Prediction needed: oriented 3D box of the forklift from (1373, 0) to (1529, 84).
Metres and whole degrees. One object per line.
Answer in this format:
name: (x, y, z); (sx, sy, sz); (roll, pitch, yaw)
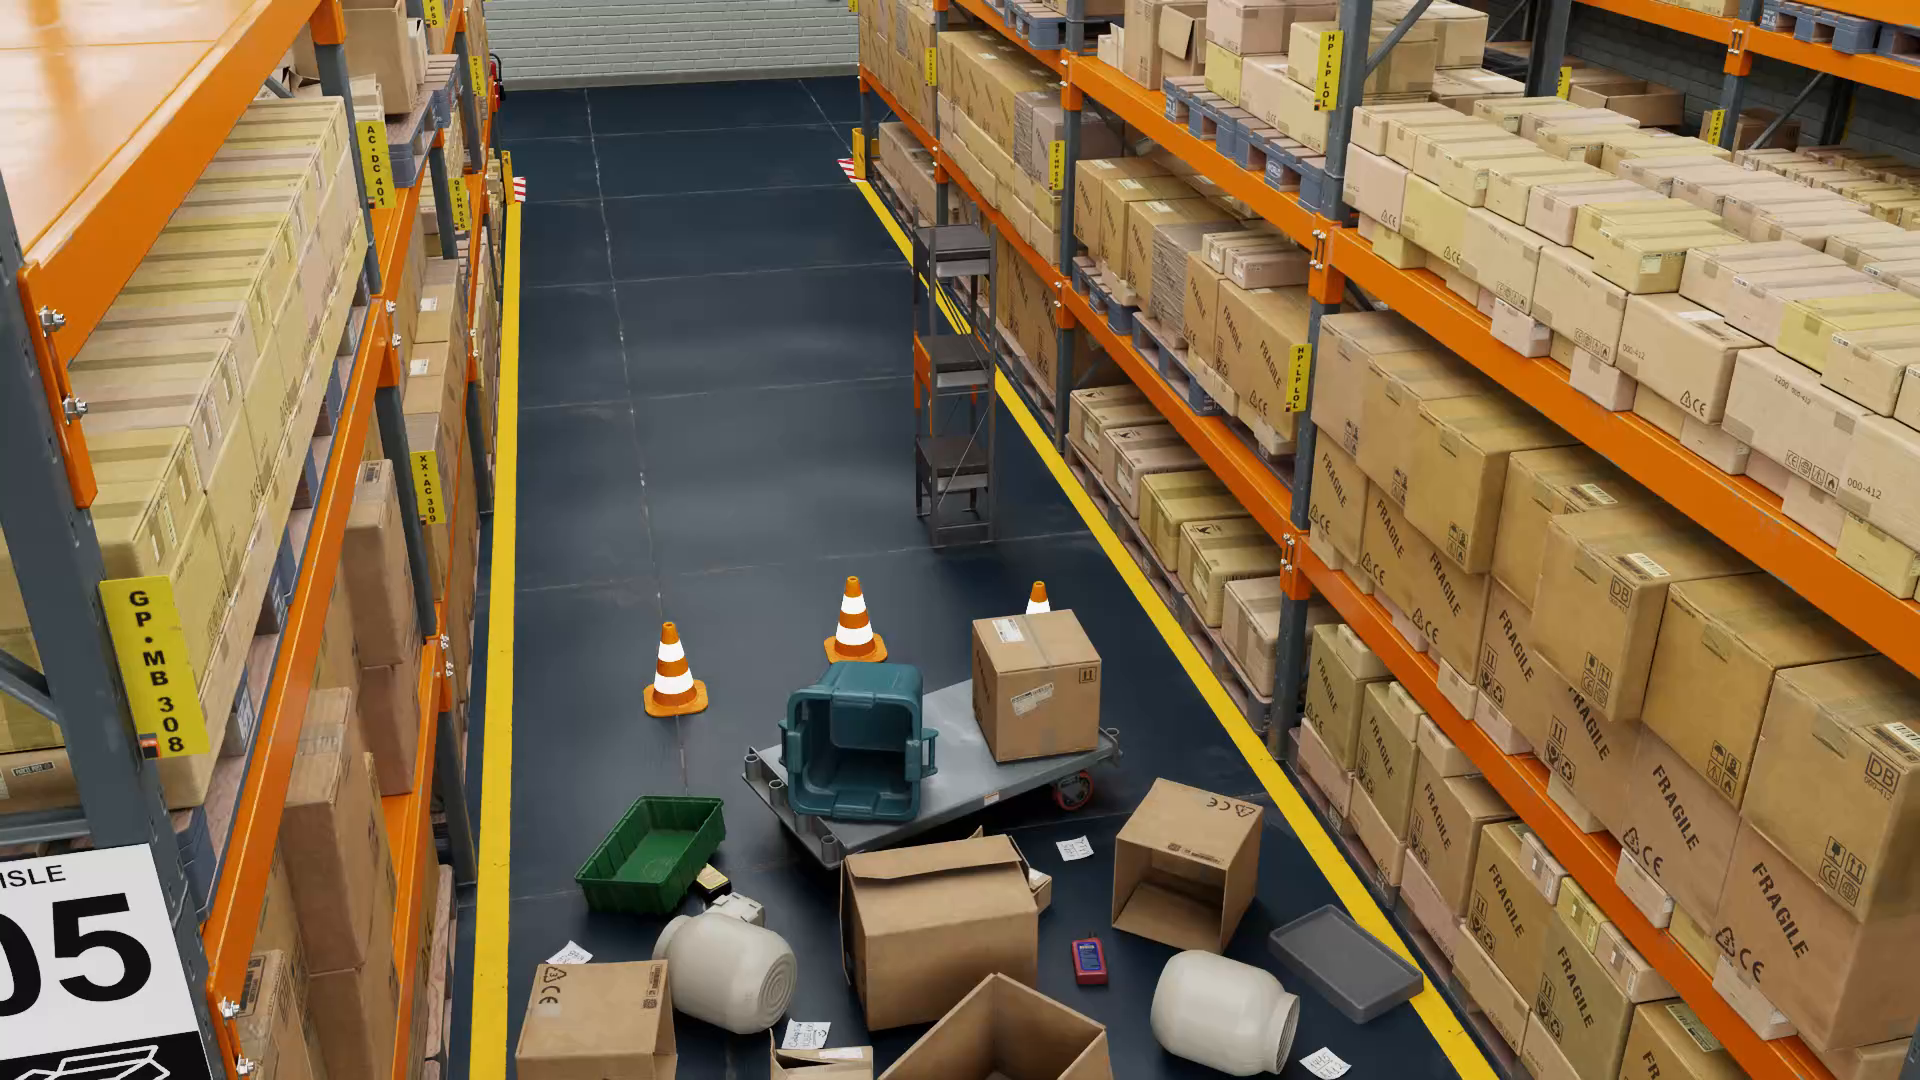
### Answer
forklift: (3.583, -2.635, 12.719); (1.130, 2.935, 3.031); (-10, 28, -19)

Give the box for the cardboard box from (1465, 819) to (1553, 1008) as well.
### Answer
cardboard box: (2.325, 1.405, 6.391); (0.500, 0.500, 0.500); (-7, 28, -13)

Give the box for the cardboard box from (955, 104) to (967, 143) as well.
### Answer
cardboard box: (0.253, -3.500, 13.968); (0.500, 0.250, 0.500); (-6, 27, -11)

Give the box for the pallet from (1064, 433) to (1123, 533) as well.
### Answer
pallet: (1.360, -0.448, 11.403); (1.003, 0.211, 1.213); (-6, 27, -12)

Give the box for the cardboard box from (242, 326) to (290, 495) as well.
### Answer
cardboard box: (-1.901, -0.296, 3.938); (0.500, 0.250, 0.500); (-6, 27, -12)

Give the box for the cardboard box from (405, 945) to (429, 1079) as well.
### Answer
cardboard box: (-2.433, 1.707, 5.932); (0.875, 0.875, 0.875); (-6, 27, -11)

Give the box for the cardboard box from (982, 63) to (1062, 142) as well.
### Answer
cardboard box: (0.477, -3.393, 12.924); (0.500, 0.500, 0.500); (-6, 27, -12)

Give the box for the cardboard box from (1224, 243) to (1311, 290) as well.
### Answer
cardboard box: (1.594, -1.415, 8.598); (0.380, 0.149, 0.250); (-7, 28, -13)

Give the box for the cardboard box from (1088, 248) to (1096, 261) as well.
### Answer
cardboard box: (1.077, -1.950, 11.097); (0.380, 0.149, 0.250); (-8, 28, -15)

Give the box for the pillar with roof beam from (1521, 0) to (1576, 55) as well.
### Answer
pillar with roof beam: (1.646, -6.936, 14.505); (9.100, 9.000, 0.400); (-6, 27, -12)

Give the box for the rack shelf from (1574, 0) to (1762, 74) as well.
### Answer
rack shelf: (5.569, -4.438, 13.682); (1.077, 0.370, 4.000); (-6, 27, -12)

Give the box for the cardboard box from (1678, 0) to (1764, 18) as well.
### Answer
cardboard box: (5.668, -4.014, 12.212); (0.500, 0.250, 0.500); (-7, 28, -13)

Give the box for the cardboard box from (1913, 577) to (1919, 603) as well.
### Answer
cardboard box: (2.635, 0.121, 4.132); (0.380, 0.149, 0.250); (-6, 27, -11)

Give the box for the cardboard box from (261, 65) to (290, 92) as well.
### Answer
cardboard box: (-3.323, -2.012, 7.599); (0.500, 0.311, 0.500); (-7, 28, -13)

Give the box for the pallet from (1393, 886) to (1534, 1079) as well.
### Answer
pallet: (2.551, 1.793, 6.964); (1.003, 0.211, 1.213); (-6, 27, -12)

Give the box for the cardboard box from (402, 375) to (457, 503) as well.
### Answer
cardboard box: (-2.795, -0.477, 8.255); (0.500, 0.500, 0.500); (-6, 27, -12)

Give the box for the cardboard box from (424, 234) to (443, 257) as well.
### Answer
cardboard box: (-3.528, -1.930, 10.727); (0.380, 0.149, 0.250); (-5, 27, -9)

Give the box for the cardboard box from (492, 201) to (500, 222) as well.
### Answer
cardboard box: (-4.644, -3.159, 16.048); (0.380, 0.149, 0.250); (-6, 27, -11)

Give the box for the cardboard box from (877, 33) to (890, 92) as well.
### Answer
cardboard box: (-0.551, -4.908, 17.035); (0.500, 0.500, 0.500); (-6, 27, -12)

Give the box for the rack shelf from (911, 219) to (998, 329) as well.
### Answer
rack shelf: (-0.037, -1.623, 10.112); (0.431, 0.518, 0.480); (-6, 27, -12)

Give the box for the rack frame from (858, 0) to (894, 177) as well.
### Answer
rack frame: (-0.618, -5.548, 18.413); (1.000, 3.000, 0.127); (-6, 27, -12)

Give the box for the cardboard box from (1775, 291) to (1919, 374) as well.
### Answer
cardboard box: (2.521, -0.569, 4.614); (0.380, 0.149, 0.250); (-6, 27, -11)

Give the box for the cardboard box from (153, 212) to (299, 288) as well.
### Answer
cardboard box: (-1.978, -0.753, 4.401); (0.380, 0.149, 0.250); (-6, 27, -11)

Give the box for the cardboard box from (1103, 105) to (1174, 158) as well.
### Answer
cardboard box: (1.312, -2.768, 11.685); (0.500, 0.500, 0.500); (-7, 28, -13)

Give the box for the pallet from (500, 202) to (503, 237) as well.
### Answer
pallet: (-5.252, -3.363, 17.178); (1.003, 0.211, 1.213); (-6, 27, -12)

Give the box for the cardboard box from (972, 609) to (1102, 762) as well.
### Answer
cardboard box: (0.359, 0.692, 7.984); (0.500, 0.500, 0.500); (-6, 27, -12)

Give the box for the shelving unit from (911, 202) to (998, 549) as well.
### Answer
shelving unit: (-0.037, -1.010, 10.421); (0.431, 2.100, 0.503); (-6, 27, -12)

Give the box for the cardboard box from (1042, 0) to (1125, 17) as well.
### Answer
cardboard box: (0.953, -3.759, 10.959); (0.797, 0.503, 0.637); (-8, 28, -15)

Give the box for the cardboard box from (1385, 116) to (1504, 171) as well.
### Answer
cardboard box: (1.926, -1.580, 6.617); (0.380, 0.149, 0.250); (-5, 27, -10)

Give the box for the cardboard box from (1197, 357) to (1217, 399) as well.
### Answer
cardboard box: (1.505, -0.892, 9.001); (0.380, 0.149, 0.250); (-6, 27, -11)

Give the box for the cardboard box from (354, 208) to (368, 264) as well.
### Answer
cardboard box: (-2.320, -1.065, 5.903); (0.380, 0.149, 0.250); (-6, 27, -12)

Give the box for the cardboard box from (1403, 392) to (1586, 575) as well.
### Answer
cardboard box: (2.155, -0.239, 6.344); (0.700, 0.500, 0.500); (-7, 28, -13)

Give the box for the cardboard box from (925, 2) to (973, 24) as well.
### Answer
cardboard box: (-0.096, -4.675, 14.744); (0.380, 0.149, 0.250); (-7, 28, -13)

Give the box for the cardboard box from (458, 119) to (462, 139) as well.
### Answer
cardboard box: (-4.234, -3.298, 13.439); (0.380, 0.149, 0.250); (-5, 27, -10)

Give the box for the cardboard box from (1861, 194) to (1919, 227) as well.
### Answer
cardboard box: (6.106, -2.141, 10.831); (0.380, 0.149, 0.250); (-5, 27, -11)

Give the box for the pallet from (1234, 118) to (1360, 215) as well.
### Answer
pallet: (2.051, -1.817, 7.901); (1.213, 0.211, 1.003); (-6, 27, -12)

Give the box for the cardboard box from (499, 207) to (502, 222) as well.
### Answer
cardboard box: (-4.777, -3.266, 16.589); (0.380, 0.149, 0.250); (-7, 28, -14)

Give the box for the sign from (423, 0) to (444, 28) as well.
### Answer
sign: (-3.073, -3.147, 9.665); (0.100, 0.325, 0.005); (-6, 27, -12)

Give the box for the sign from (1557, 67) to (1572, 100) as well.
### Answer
sign: (2.613, -1.908, 7.299); (0.100, 0.325, 0.005); (-6, 27, -12)

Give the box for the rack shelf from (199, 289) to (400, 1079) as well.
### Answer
rack shelf: (-2.263, 0.127, 4.639); (1.077, 0.370, 4.000); (-6, 27, -12)

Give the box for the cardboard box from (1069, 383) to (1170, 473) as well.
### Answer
cardboard box: (1.302, -0.801, 11.459); (0.950, 0.372, 0.625); (-8, 28, -15)

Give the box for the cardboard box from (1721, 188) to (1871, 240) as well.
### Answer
cardboard box: (2.813, -1.075, 5.616); (0.380, 0.149, 0.250); (-6, 27, -11)

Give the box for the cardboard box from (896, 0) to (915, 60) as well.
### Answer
cardboard box: (-0.322, -4.908, 15.925); (0.500, 0.500, 0.500); (-6, 27, -11)

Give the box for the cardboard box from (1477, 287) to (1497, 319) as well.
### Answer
cardboard box: (2.153, -0.895, 6.143); (0.380, 0.149, 0.250); (-7, 28, -13)

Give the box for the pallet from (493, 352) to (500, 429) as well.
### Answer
pallet: (-4.061, -1.122, 12.738); (1.003, 0.211, 1.213); (-6, 27, -12)

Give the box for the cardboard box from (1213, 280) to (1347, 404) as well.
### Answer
cardboard box: (1.646, -1.042, 8.578); (0.500, 0.500, 0.500); (-6, 27, -11)

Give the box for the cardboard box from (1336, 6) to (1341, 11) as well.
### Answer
cardboard box: (4.579, -5.945, 19.035); (0.500, 0.250, 0.500); (-5, 27, -10)

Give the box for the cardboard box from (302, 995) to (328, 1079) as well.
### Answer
cardboard box: (-2.085, 1.559, 4.167); (0.875, 0.550, 0.550); (-6, 27, -12)

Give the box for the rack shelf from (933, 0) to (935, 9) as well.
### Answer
rack shelf: (-0.167, -5.688, 16.160); (1.077, 0.370, 4.000); (-6, 27, -12)

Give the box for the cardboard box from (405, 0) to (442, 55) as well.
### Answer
cardboard box: (-3.484, -3.150, 10.223); (0.500, 0.500, 0.500); (-6, 27, -12)

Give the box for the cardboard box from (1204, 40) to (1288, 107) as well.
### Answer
cardboard box: (1.591, -2.428, 8.603); (0.500, 0.250, 0.500); (-6, 27, -11)

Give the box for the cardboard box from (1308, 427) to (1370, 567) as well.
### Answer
cardboard box: (1.914, -0.236, 7.447); (0.500, 0.500, 0.500); (-6, 27, -12)

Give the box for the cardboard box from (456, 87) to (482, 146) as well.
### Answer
cardboard box: (-4.383, -3.665, 14.242); (0.500, 0.500, 0.500); (-6, 27, -13)

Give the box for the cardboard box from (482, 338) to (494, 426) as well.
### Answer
cardboard box: (-3.643, -1.117, 11.943); (0.500, 0.500, 0.500); (-6, 27, -11)

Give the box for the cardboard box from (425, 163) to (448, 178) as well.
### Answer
cardboard box: (-3.767, -2.513, 11.553); (0.380, 0.149, 0.250); (-5, 27, -9)

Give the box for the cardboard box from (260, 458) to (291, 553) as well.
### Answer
cardboard box: (-1.805, -0.062, 3.917); (0.380, 0.149, 0.250); (-6, 27, -11)

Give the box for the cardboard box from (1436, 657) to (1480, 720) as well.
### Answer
cardboard box: (2.124, 0.566, 6.579); (0.380, 0.149, 0.250); (-6, 27, -11)
